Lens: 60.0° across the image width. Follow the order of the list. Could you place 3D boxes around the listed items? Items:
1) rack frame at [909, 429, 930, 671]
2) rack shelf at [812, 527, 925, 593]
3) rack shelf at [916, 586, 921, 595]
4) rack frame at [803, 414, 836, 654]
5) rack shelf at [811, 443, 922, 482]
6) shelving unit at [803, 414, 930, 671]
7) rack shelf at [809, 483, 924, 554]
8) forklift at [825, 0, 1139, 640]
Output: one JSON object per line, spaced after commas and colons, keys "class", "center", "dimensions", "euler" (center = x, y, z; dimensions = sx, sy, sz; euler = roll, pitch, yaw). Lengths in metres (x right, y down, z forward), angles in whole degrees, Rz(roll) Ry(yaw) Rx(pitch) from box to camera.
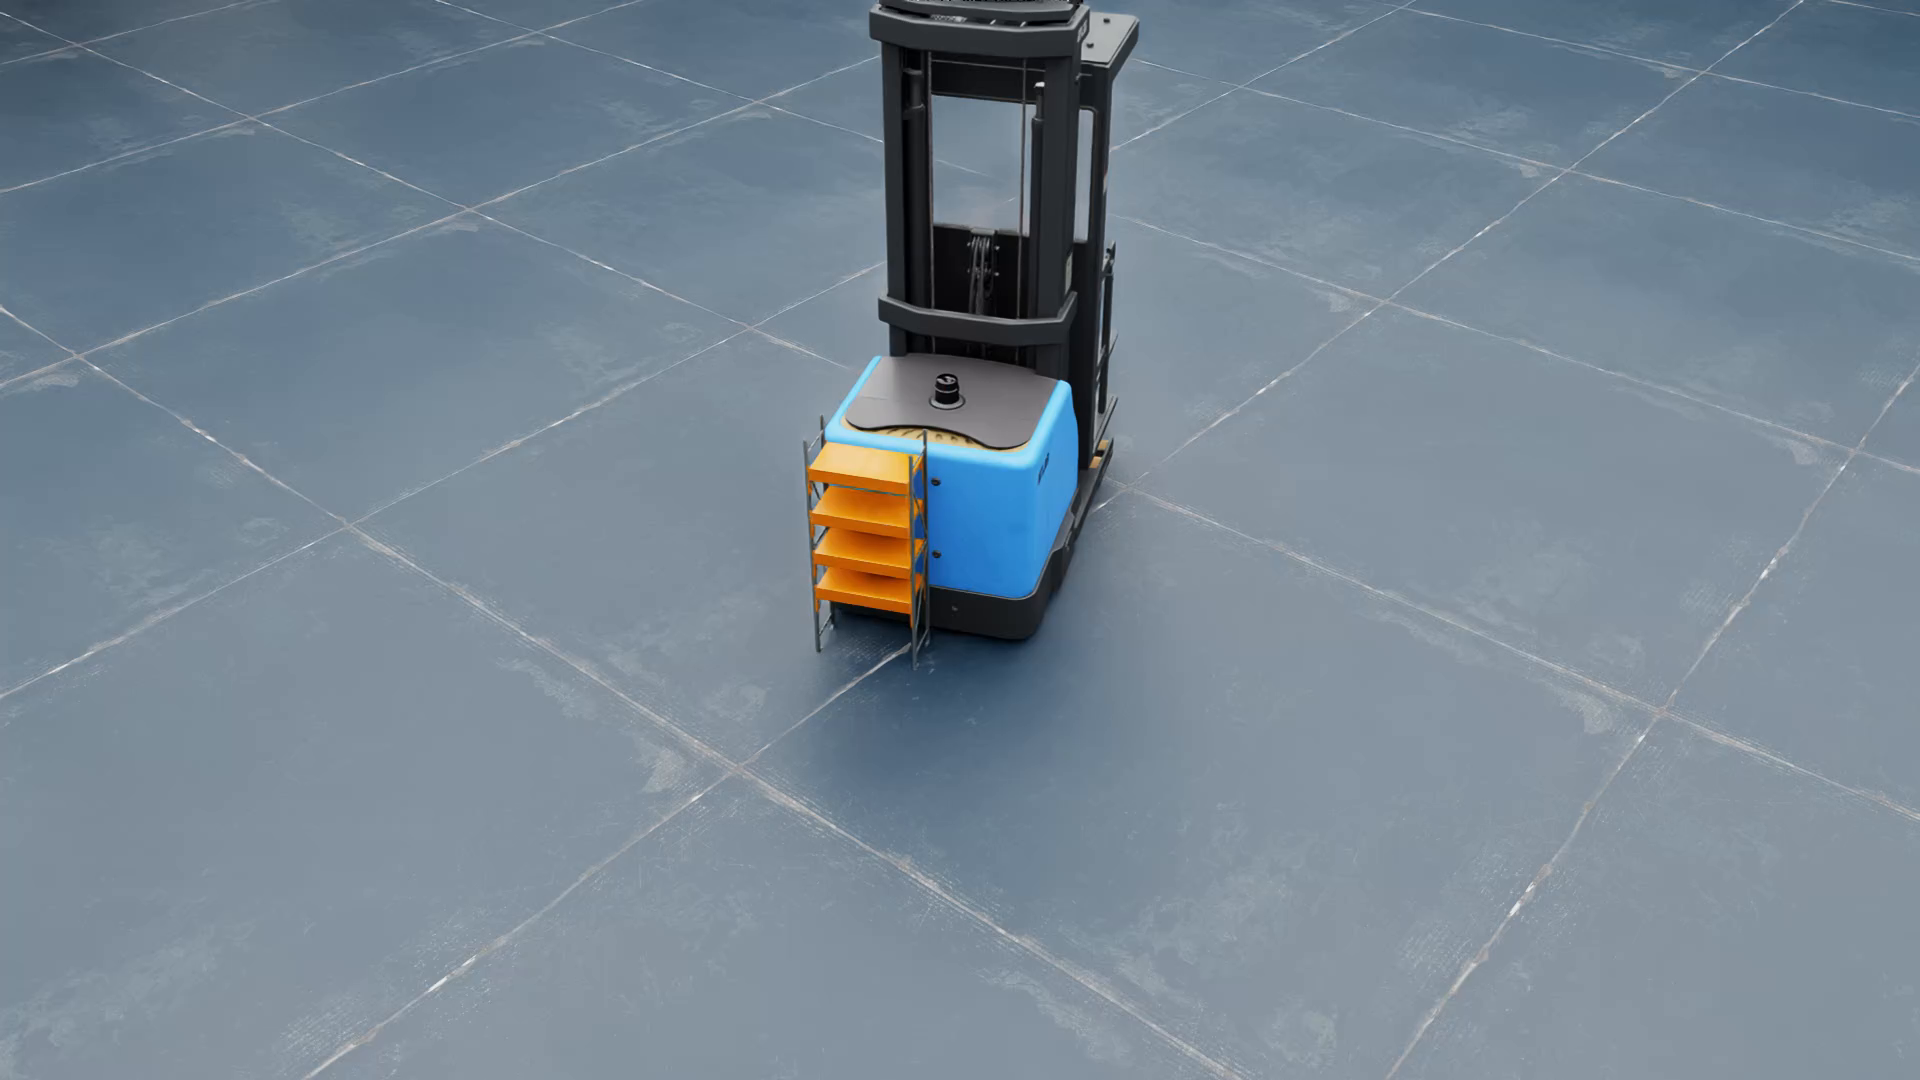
{"class": "rack frame", "center": [-0.185, 0.064, 7.679], "dimensions": [0.015, 1.200, 0.240], "euler": [9, 36, 13]}
{"class": "rack shelf", "center": [-0.420, 0.082, 7.772], "dimensions": [0.480, 0.148, 0.258], "euler": [9, 36, 13]}
{"class": "rack shelf", "center": [-0.420, 0.222, 7.868], "dimensions": [0.442, 0.029, 0.199], "euler": [9, 36, 13]}
{"class": "rack frame", "center": [-0.655, -0.011, 7.788], "dimensions": [0.015, 1.200, 0.240], "euler": [9, 36, 13]}
{"class": "rack shelf", "center": [-0.420, -0.330, 7.489], "dimensions": [0.457, 0.050, 0.221], "euler": [9, 36, 13]}
{"class": "shelving unit", "center": [-0.420, 0.026, 7.734], "dimensions": [0.503, 1.200, 0.258], "euler": [9, 36, 13]}
{"class": "rack shelf", "center": [-0.420, -0.102, 7.645], "dimensions": [0.480, 0.148, 0.258], "euler": [9, 36, 13]}
{"class": "forklift", "center": [0.242, -1.560, 8.514], "dimensions": [1.130, 2.935, 3.031], "euler": [9, 36, 13]}
